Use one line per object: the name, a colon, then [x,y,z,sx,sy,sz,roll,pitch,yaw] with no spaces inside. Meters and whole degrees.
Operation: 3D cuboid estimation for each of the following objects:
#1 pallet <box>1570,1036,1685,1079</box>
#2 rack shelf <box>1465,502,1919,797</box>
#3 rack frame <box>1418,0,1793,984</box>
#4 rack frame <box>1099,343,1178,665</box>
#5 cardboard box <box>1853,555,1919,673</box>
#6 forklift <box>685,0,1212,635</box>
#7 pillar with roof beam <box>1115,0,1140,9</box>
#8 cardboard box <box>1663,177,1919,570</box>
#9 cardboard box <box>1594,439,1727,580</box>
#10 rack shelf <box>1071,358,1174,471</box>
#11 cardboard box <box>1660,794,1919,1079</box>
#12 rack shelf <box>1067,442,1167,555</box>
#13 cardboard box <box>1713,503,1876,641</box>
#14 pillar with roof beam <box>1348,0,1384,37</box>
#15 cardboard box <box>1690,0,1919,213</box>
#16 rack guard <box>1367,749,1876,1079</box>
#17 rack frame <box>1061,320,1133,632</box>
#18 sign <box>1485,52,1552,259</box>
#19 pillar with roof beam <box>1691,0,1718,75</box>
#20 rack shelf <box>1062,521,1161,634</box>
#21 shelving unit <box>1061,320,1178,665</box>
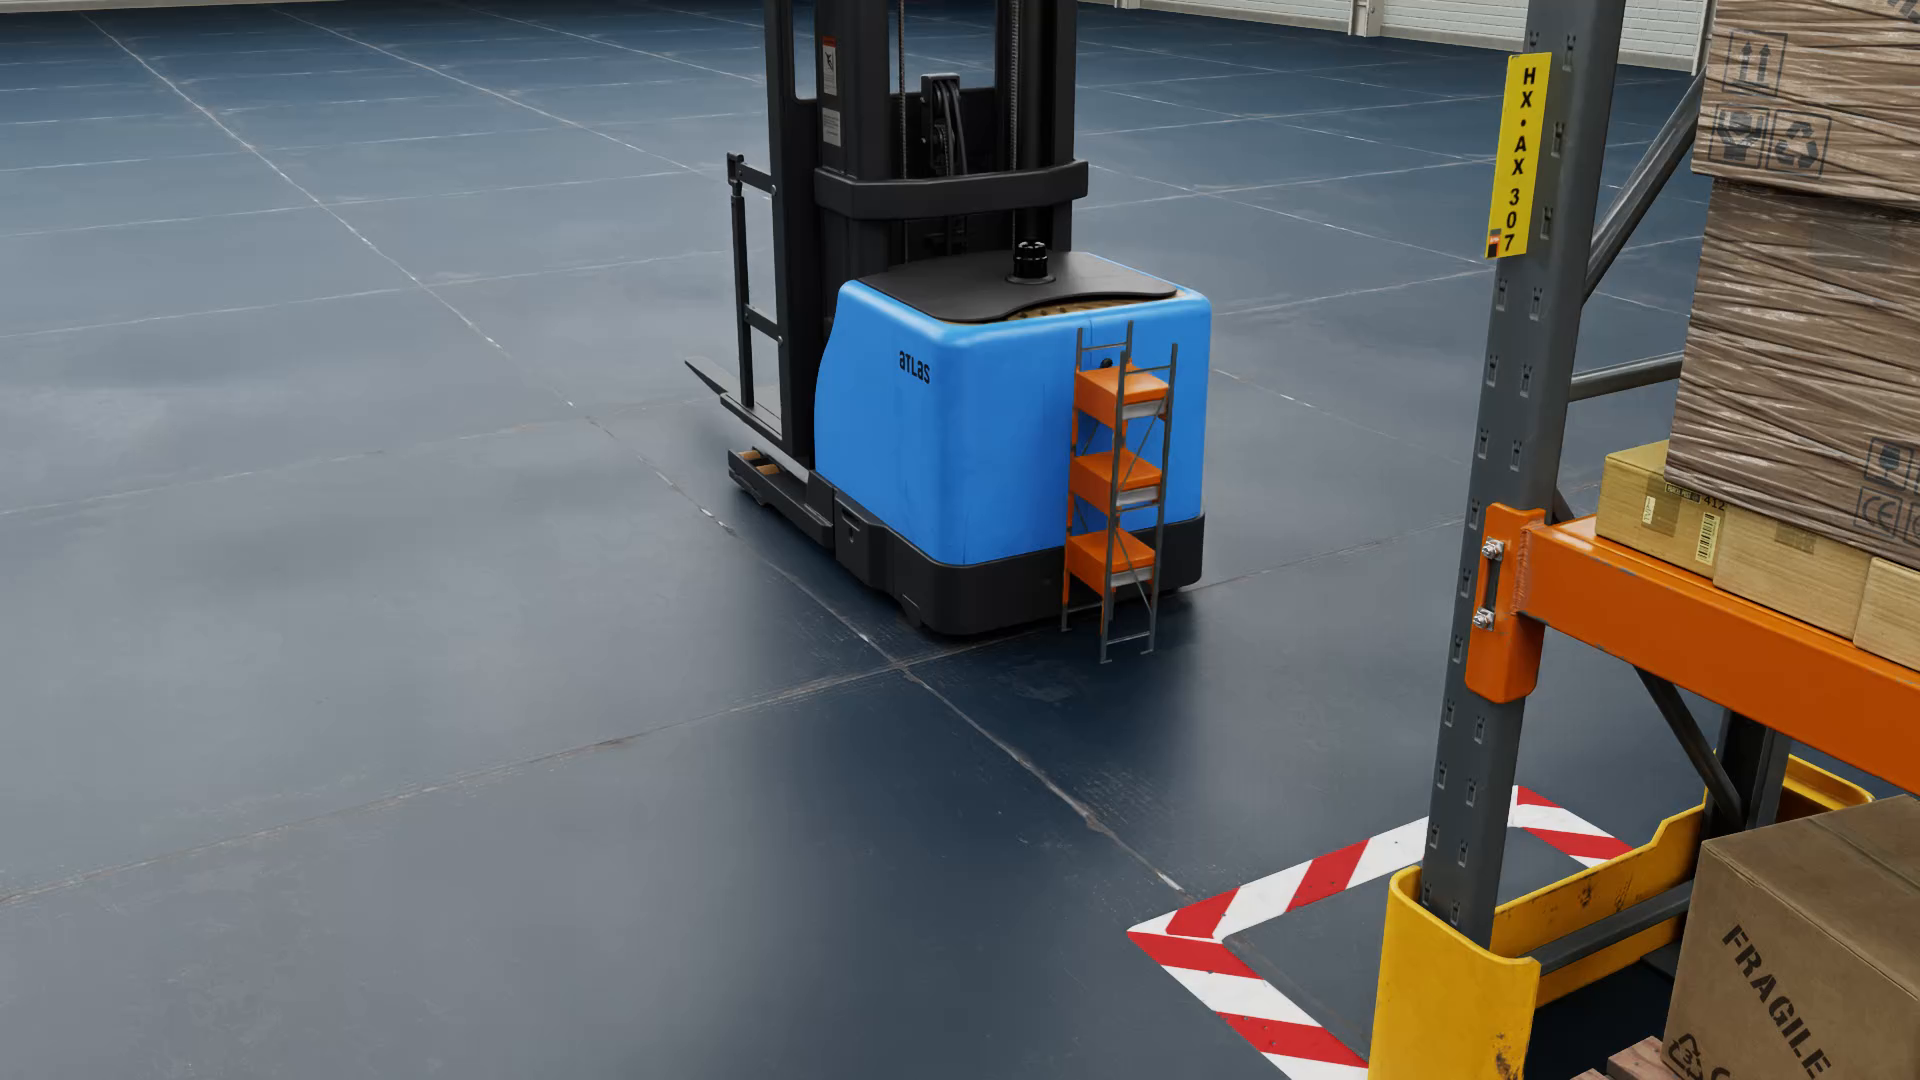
pallet: [1.804,1.257,2.938,1.003,0.211,1.213,-13,25,-28]
rack shelf: [2.402,0.652,1.680,1.077,0.370,4.000,-13,25,-28]
rack frame: [1.380,-0.329,3.138,1.000,3.000,0.127,-13,25,-28]
rack frame: [0.550,-0.096,5.154,0.200,1.050,0.008,-11,28,-25]
cardboard box: [1.547,0.094,2.431,0.380,0.149,0.250,-13,25,-28]
forklift: [-0.291,-1.565,6.269,1.130,2.935,3.031,-11,25,-26]
pillar with roof beam: [-0.704,-12.847,25.969,9.100,9.000,0.400,-13,25,-28]
cardboard box: [1.638,-0.330,2.612,0.875,0.500,0.500,-13,25,-28]
cardboard box: [1.321,-0.075,2.845,0.380,0.149,0.250,-13,25,-28]
rack shelf: [0.500,-0.391,5.137,0.215,0.259,0.240,-11,28,-25]
cardboard box: [1.685,0.840,3.024,0.500,0.500,0.500,-8,23,-18]
rack shelf: [0.493,-0.133,5.256,0.215,0.259,0.240,-11,28,-25]
cardboard box: [1.432,0.010,2.637,0.380,0.149,0.250,-13,25,-28]
pillar with roof beam: [2.361,-10.905,21.190,9.100,9.000,0.400,-13,25,-28]
cardboard box: [1.427,-0.746,2.307,0.500,0.500,0.500,-13,25,-28]
rack guard: [1.419,0.853,3.548,1.175,0.500,0.348,-13,25,-28]
rack frame: [0.437,-0.189,5.349,0.200,1.050,0.008,-11,28,-25]
sign: [0.914,-0.626,2.718,0.100,0.325,0.005,-13,25,-28]
pillar with roof beam: [5.426,-8.963,16.412,9.100,9.000,0.400,-13,25,-28]
rack shelf: [0.487,0.119,5.372,0.215,0.259,0.240,-11,28,-25]
shelving unit: [0.494,-0.143,5.252,0.215,1.050,0.252,-11,28,-25]
